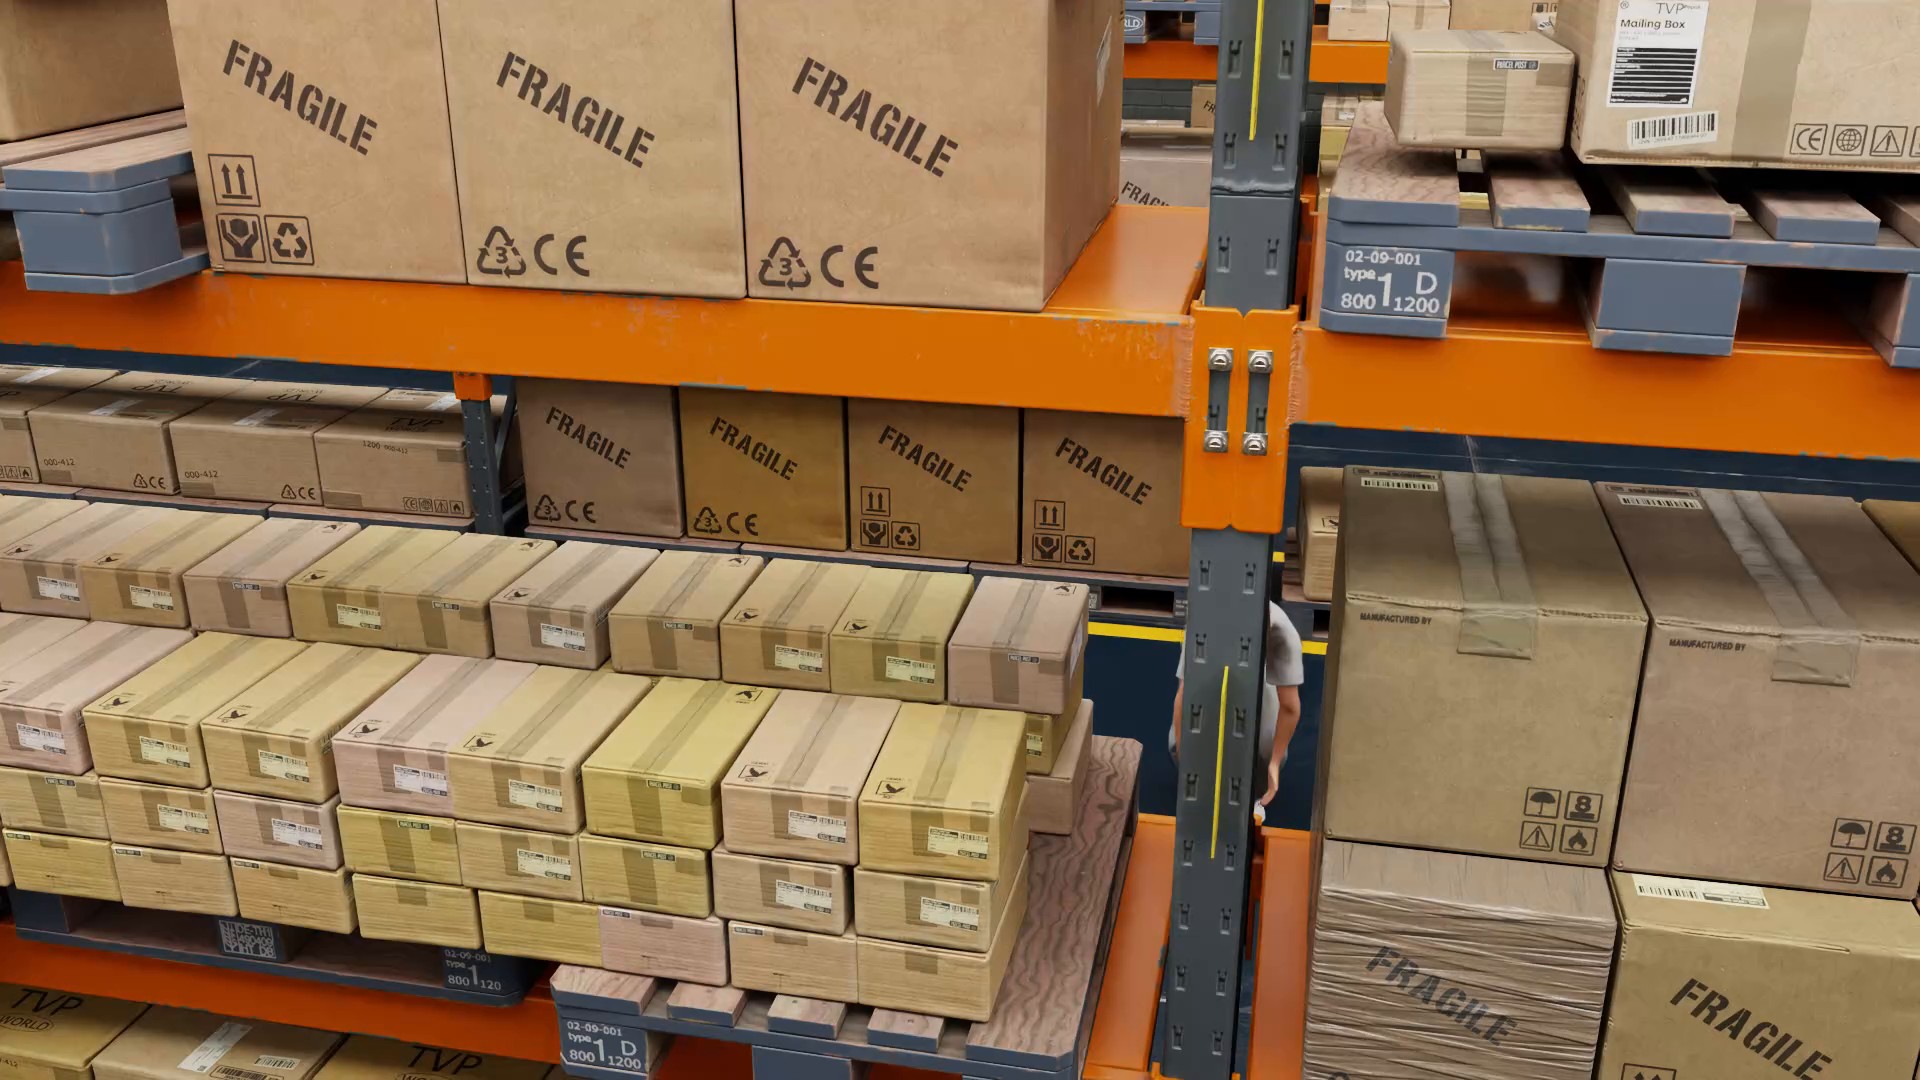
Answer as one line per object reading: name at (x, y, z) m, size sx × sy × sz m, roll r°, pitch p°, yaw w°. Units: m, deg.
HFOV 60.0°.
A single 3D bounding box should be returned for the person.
person at (1.063, 0.603, 6.387) m, size 0.491 × 1.075 × 0.765 m, roll 4°, pitch 22°, yaw 11°
